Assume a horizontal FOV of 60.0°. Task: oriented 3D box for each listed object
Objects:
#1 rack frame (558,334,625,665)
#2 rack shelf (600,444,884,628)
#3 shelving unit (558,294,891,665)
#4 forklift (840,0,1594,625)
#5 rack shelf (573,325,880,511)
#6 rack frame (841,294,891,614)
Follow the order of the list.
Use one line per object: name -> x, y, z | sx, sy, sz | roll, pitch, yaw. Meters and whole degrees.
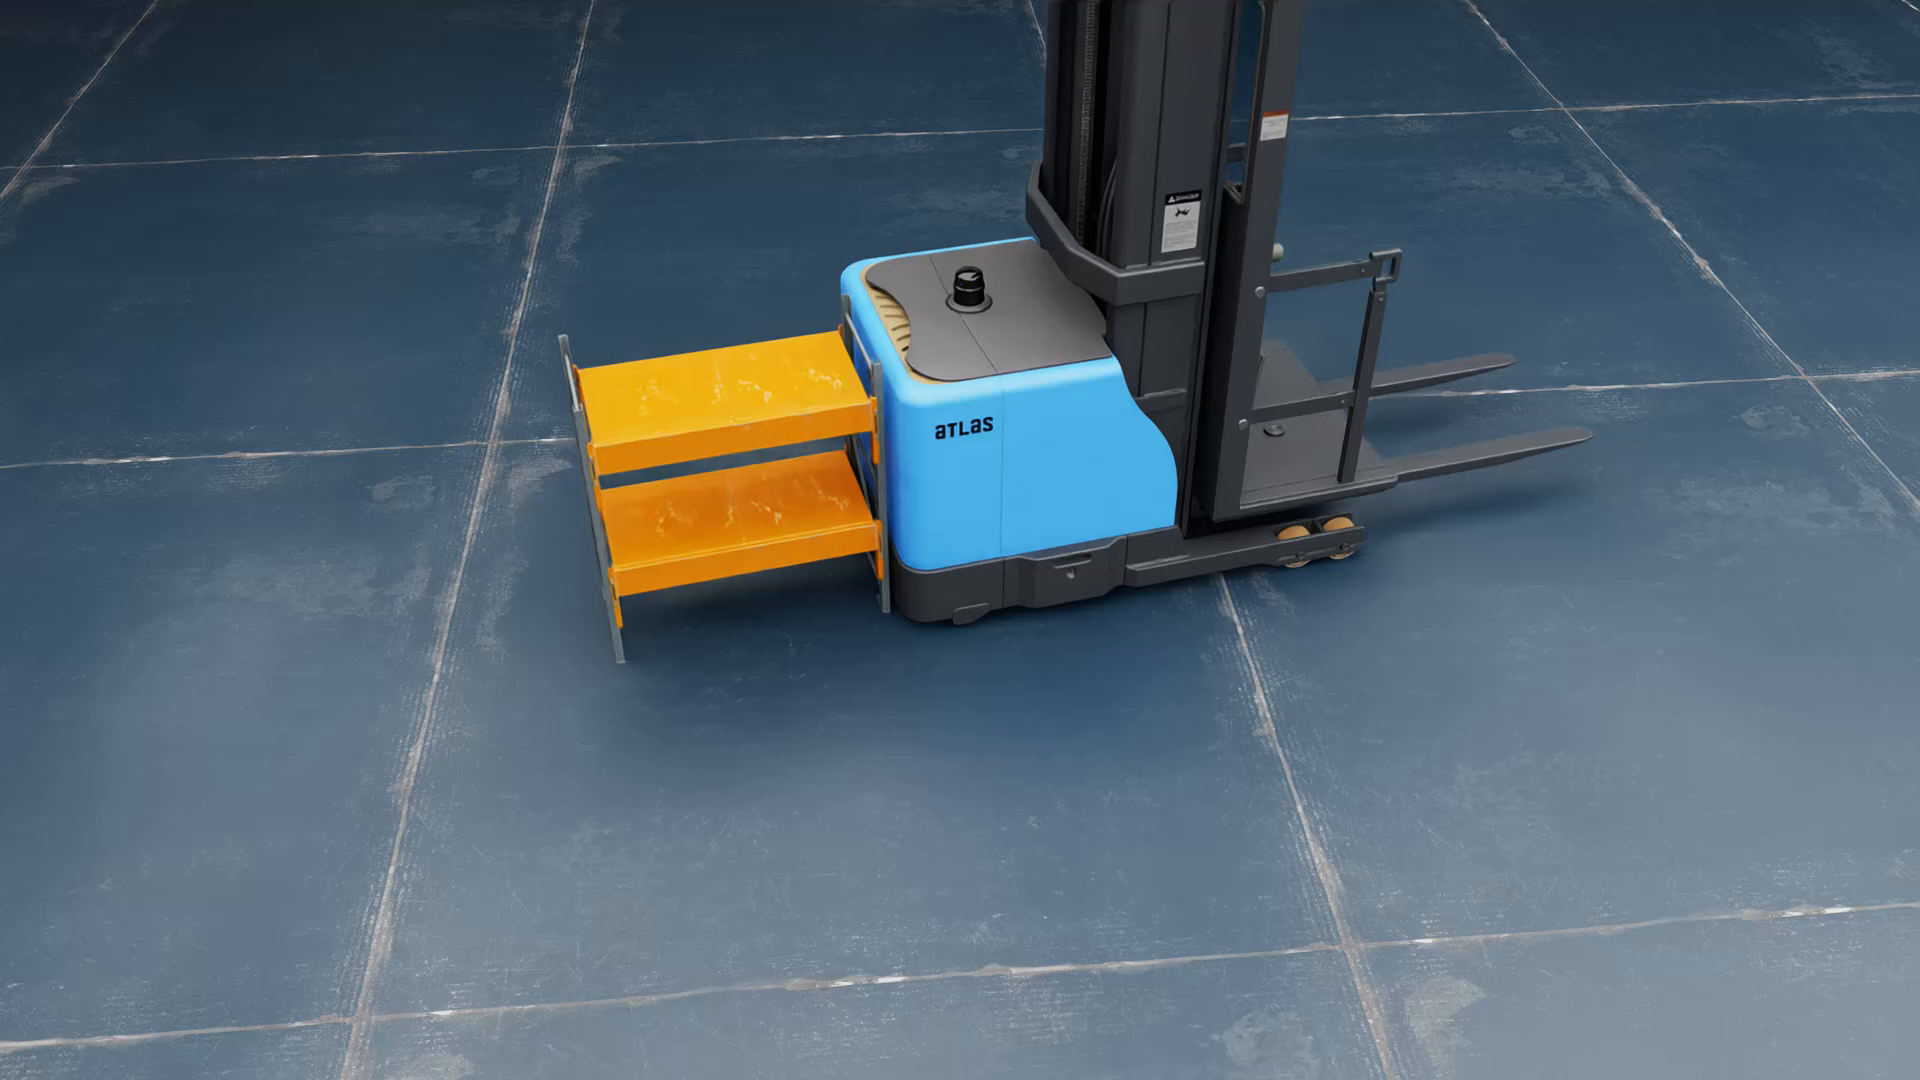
rack frame -> -1.327, -0.131, 6.008 | 0.032, 1.125, 0.500 | -10, 39, -13
rack shelf -> -0.839, -0.028, 6.272 | 1.000, 0.278, 0.538 | -10, 39, -13
shelving unit -> -0.839, -0.219, 6.120 | 1.048, 1.125, 0.538 | -10, 39, -13
forklift -> 1.104, -1.345, 6.088 | 3.031, 2.935, 1.130 | -10, 39, -13
rack shelf -> -0.839, -0.449, 5.939 | 1.000, 0.278, 0.538 | -10, 39, -13
rack frame -> -0.352, -0.308, 6.233 | 0.032, 1.125, 0.500 | -10, 39, -13
